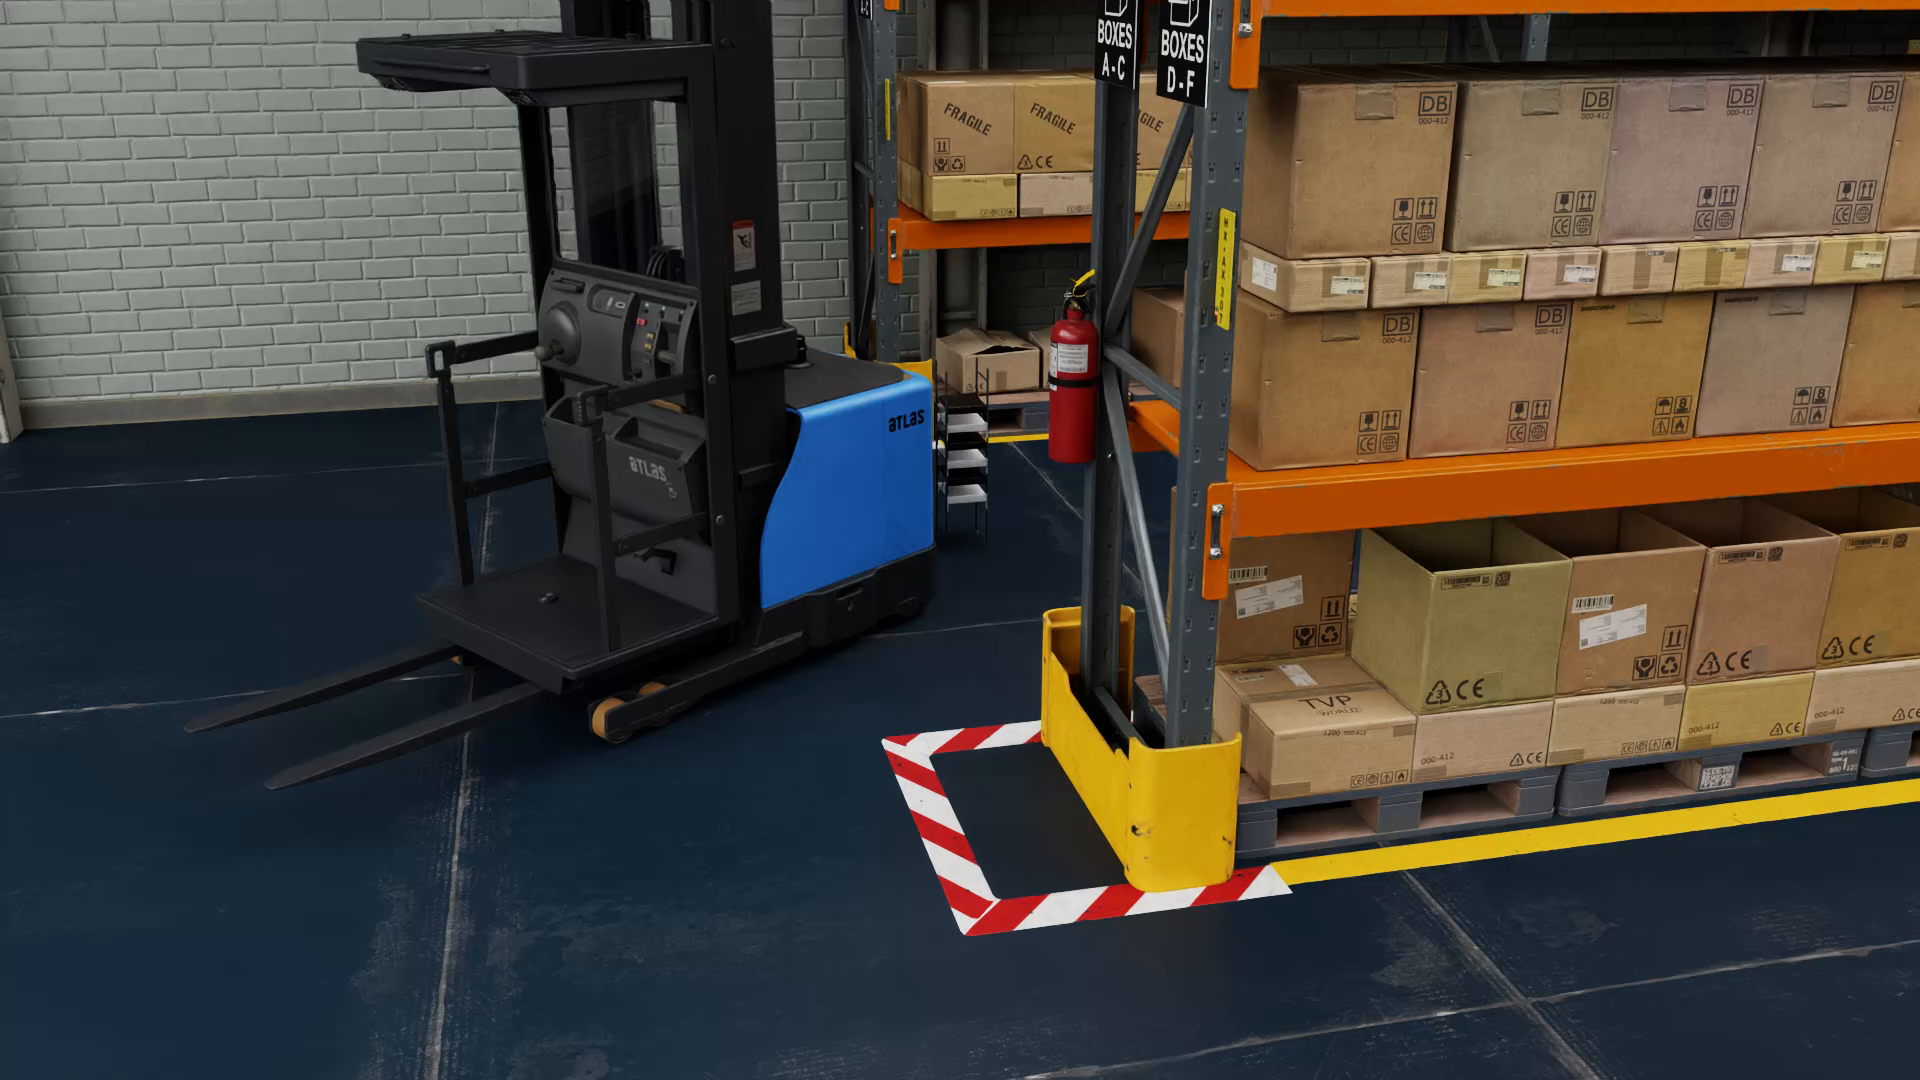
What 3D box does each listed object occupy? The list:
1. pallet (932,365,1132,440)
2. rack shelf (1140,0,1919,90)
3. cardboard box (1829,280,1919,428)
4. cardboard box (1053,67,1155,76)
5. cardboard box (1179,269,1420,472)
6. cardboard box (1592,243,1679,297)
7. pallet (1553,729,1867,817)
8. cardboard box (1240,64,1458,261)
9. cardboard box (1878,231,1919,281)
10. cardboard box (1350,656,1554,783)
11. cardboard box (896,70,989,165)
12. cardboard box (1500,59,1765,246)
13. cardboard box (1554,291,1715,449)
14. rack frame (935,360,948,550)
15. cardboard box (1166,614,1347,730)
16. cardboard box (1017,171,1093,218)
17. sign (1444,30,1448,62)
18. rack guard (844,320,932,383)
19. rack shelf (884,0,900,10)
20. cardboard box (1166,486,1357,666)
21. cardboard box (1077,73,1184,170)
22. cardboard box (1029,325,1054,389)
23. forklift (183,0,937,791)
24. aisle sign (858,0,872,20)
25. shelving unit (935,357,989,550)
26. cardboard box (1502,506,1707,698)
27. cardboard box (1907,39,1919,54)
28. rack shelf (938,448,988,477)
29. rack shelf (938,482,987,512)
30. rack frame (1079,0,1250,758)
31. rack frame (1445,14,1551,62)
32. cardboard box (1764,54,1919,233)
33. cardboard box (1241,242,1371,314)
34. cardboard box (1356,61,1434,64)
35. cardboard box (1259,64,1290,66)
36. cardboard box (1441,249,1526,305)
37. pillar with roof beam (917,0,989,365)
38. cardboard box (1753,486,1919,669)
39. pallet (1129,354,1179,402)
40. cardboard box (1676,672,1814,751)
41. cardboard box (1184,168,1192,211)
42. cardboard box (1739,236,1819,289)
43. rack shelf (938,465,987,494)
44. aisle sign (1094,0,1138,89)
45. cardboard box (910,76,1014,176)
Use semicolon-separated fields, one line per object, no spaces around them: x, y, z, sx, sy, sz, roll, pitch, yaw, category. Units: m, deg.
0.346;-0.905;10.479;1.213;0.211;1.003;-5;21;-12;pallet
2.563;-1.727;5.354;4.000;0.370;1.077;-5;21;-12;rack shelf
3.078;-0.742;5.835;0.500;0.500;0.700;-4;21;-12;cardboard box
0.878;-2.635;10.245;0.500;0.500;0.500;-5;21;-14;cardboard box
1.074;-0.578;5.386;0.500;0.500;0.700;-5;21;-12;cardboard box
2.053;-0.891;5.298;0.250;0.149;0.380;-5;21;-14;cardboard box
2.536;0.641;6.257;1.213;0.211;1.003;-5;21;-12;pallet
1.126;-1.191;5.174;0.500;0.500;0.700;-5;21;-12;cardboard box
3.058;-0.973;5.522;0.250;0.149;0.380;-4;21;-11;cardboard box
1.676;0.587;5.739;0.500;0.250;0.500;-5;21;-12;cardboard box
-0.117;-2.556;10.029;0.500;0.500;0.500;-5;21;-13;cardboard box
2.127;-1.275;5.402;0.500;0.500;0.700;-5;21;-12;cardboard box
2.069;-0.658;5.606;0.500;0.500;0.700;-5;21;-12;cardboard box
-0.091;-0.415;8.140;0.006;0.900;0.240;-5;21;-12;rack frame
1.071;0.454;6.100;0.500;0.250;0.500;-5;21;-12;cardboard box
0.523;-2.073;9.803;0.500;0.250;0.500;-5;21;-14;cardboard box
3.235;-3.202;11.011;0.005;0.325;0.100;-5;21;-12;sign
-0.453;-0.988;10.286;0.348;0.500;1.175;-5;21;-12;rack guard
1.420;-3.385;9.880;4.000;0.370;1.077;-5;21;-12;rack shelf
1.070;0.101;5.973;0.500;0.500;0.500;-5;21;-12;cardboard box
0.995;-2.459;9.765;0.500;0.500;0.500;-5;21;-14;cardboard box
0.722;-1.170;10.417;0.500;0.311;0.500;-3;20;-8;cardboard box
-1.470;-0.811;6.269;1.130;2.935;3.031;18;26;39;forklift
-0.528;-3.271;9.103;0.004;0.787;0.394;-5;21;-12;aisle sign
0.008;-0.423;8.162;0.210;0.900;0.258;-5;21;-12;shelving unit
2.160;0.191;5.728;0.500;0.500;0.500;-5;21;-12;cardboard box
6.620;-3.280;11.179;0.250;0.149;0.380;-8;22;-22;cardboard box
0.008;-0.392;8.173;0.200;0.077;0.258;-5;21;-12;rack shelf
0.008;-0.223;8.235;0.200;0.077;0.258;-5;21;-12;rack shelf
0.617;-0.498;5.314;0.127;3.000;1.000;-5;21;-12;rack frame
3.366;-2.473;10.704;0.127;3.000;1.000;-5;21;-12;rack frame
3.100;-1.354;5.618;0.500;0.500;0.700;-5;21;-12;cardboard box
1.048;-0.809;5.073;0.250;0.149;0.380;-5;21;-13;cardboard box
2.861;-2.797;10.687;0.500;0.500;0.500;-5;21;-14;cardboard box
1.870;-2.719;10.476;0.500;0.500;0.500;-4;21;-11;cardboard box
1.548;-0.850;5.185;0.250;0.149;0.380;-5;21;-12;cardboard box
0.946;-3.877;5.816;0.400;9.000;9.100;-5;21;-12;pillar with roof beam
3.134;0.113;5.941;0.500;0.500;0.500;-5;21;-12;cardboard box
1.531;-1.001;10.739;1.213;0.211;1.003;-5;21;-12;pallet
2.650;0.509;5.950;0.500;0.250;0.500;-5;21;-12;cardboard box
1.513;-2.151;10.014;0.500;0.250;0.500;-4;21;-12;cardboard box
2.544;-0.930;5.404;0.250;0.149;0.380;-4;21;-12;cardboard box
0.008;-0.307;8.204;0.200;0.077;0.258;-5;21;-12;rack shelf
0.485;-1.812;5.121;0.004;0.787;0.394;-5;21;-12;aisle sign
0.007;-2.384;9.562;0.500;0.500;0.500;-5;21;-12;cardboard box
